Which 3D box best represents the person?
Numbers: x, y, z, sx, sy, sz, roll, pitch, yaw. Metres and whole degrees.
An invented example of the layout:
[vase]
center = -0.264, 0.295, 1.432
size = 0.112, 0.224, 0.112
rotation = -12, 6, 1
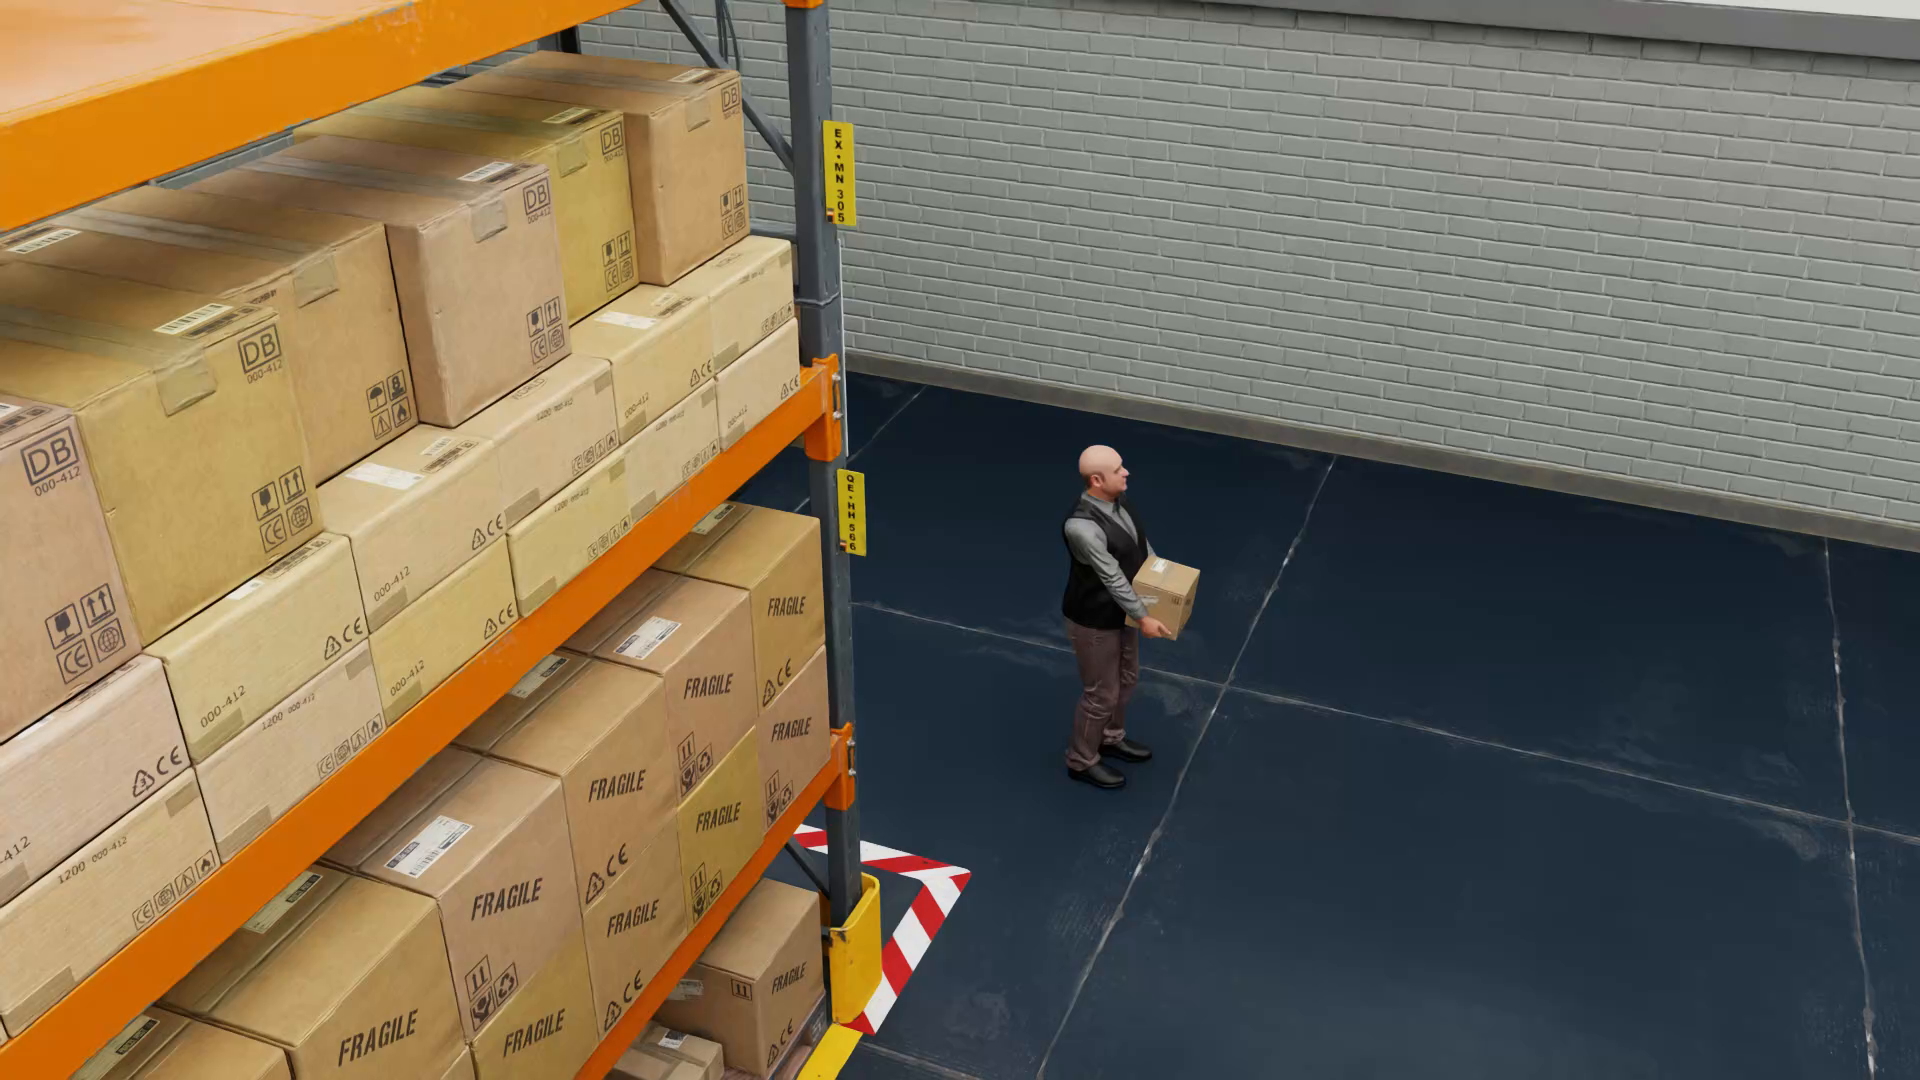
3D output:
[person]
center = 0.764, 0.361, 7.795
size = 0.550, 1.711, 0.494
rotation = 12, 32, 20
